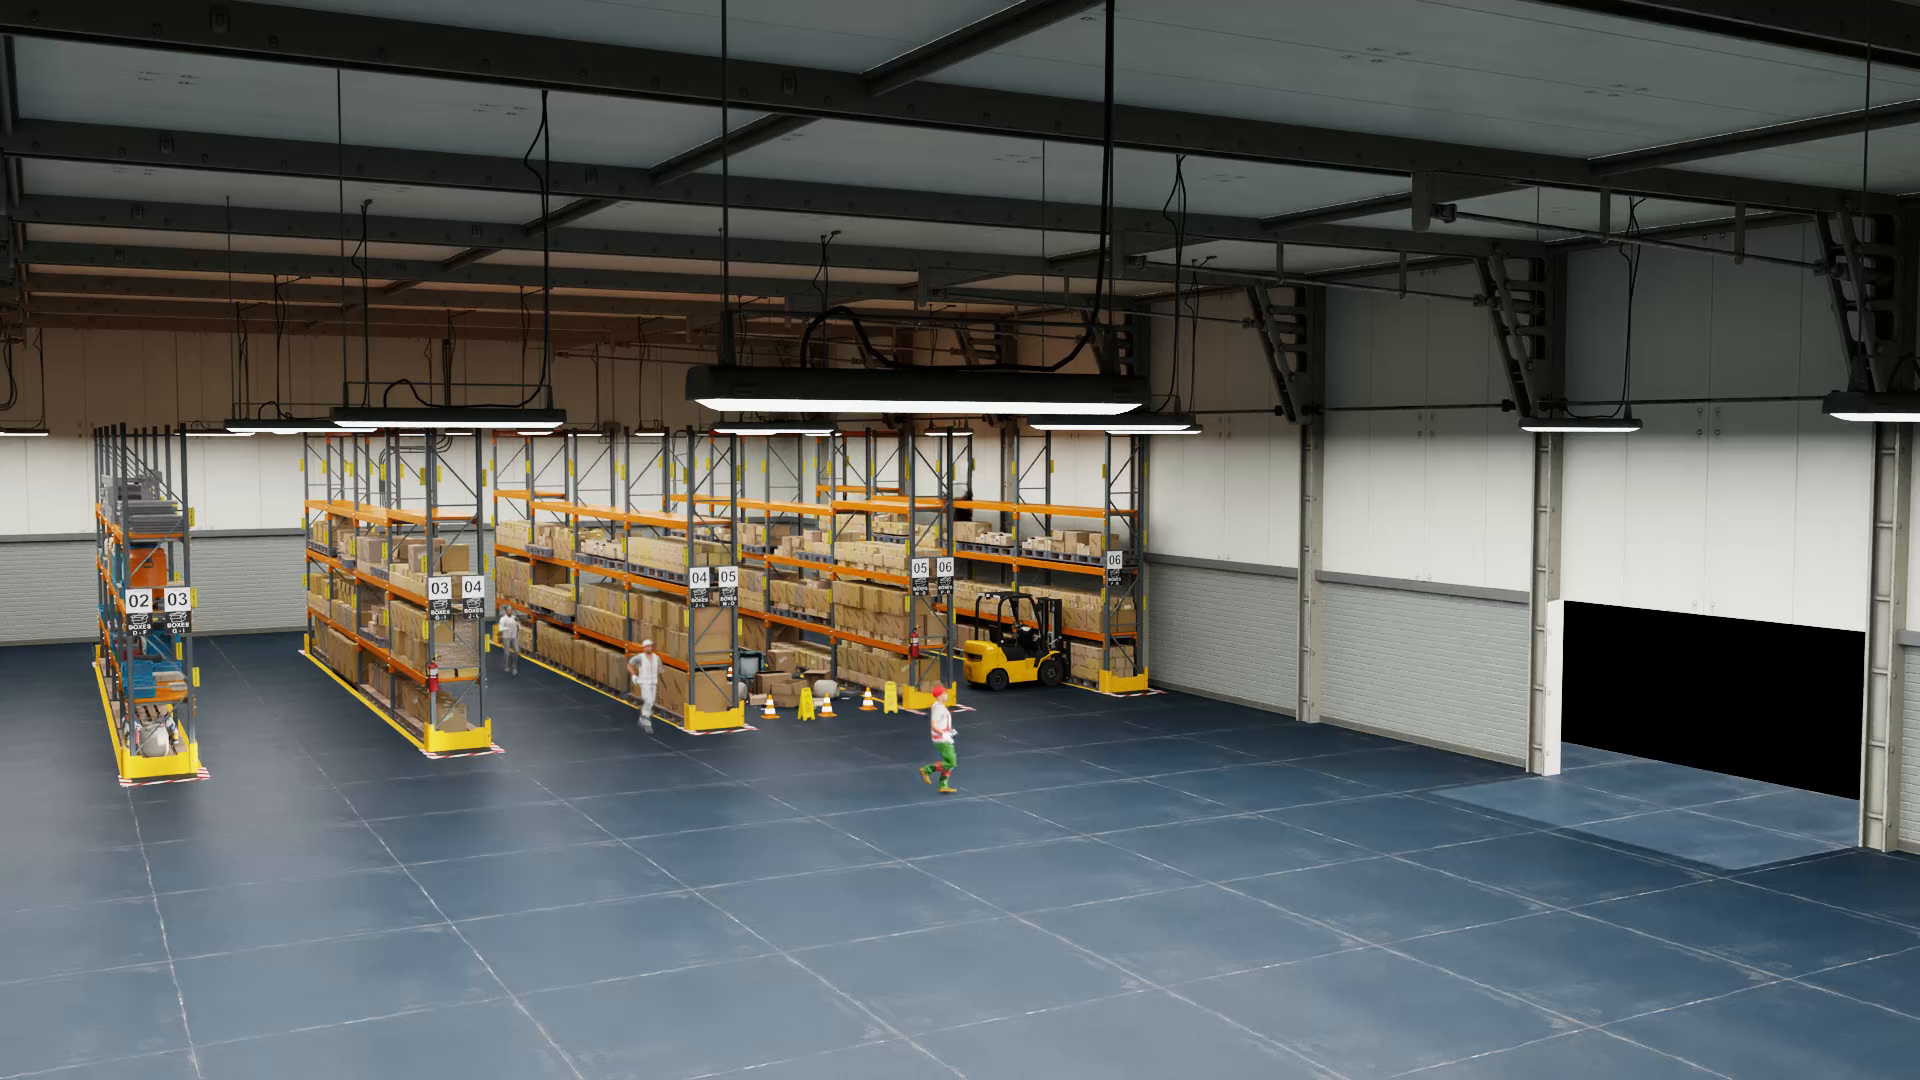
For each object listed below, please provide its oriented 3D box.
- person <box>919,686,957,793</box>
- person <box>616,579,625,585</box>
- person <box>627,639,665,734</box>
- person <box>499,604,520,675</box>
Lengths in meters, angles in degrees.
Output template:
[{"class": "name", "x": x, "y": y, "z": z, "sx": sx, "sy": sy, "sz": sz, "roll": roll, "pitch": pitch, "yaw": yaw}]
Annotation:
[{"class": "person", "x": -0.355, "y": 3.225, "z": 26.918, "sx": 0.606, "sy": 1.740, "sz": 0.658, "roll": 0, "pitch": 3, "yaw": -2}, {"class": "person", "x": -9.944, "y": 1.876, "z": 50.106, "sx": 0.843, "sy": 1.676, "sz": 0.660, "roll": -1, "pitch": 4, "yaw": -18}, {"class": "person", "x": -6.105, "y": 2.865, "z": 32.551, "sx": 0.640, "sy": 1.840, "sz": 0.768, "roll": -3, "pitch": 5, "yaw": -44}, {"class": "person", "x": -10.965, "y": 2.428, "z": 40.527, "sx": 0.569, "sy": 1.736, "sz": 0.684, "roll": -2, "pitch": 4, "yaw": -33}]
